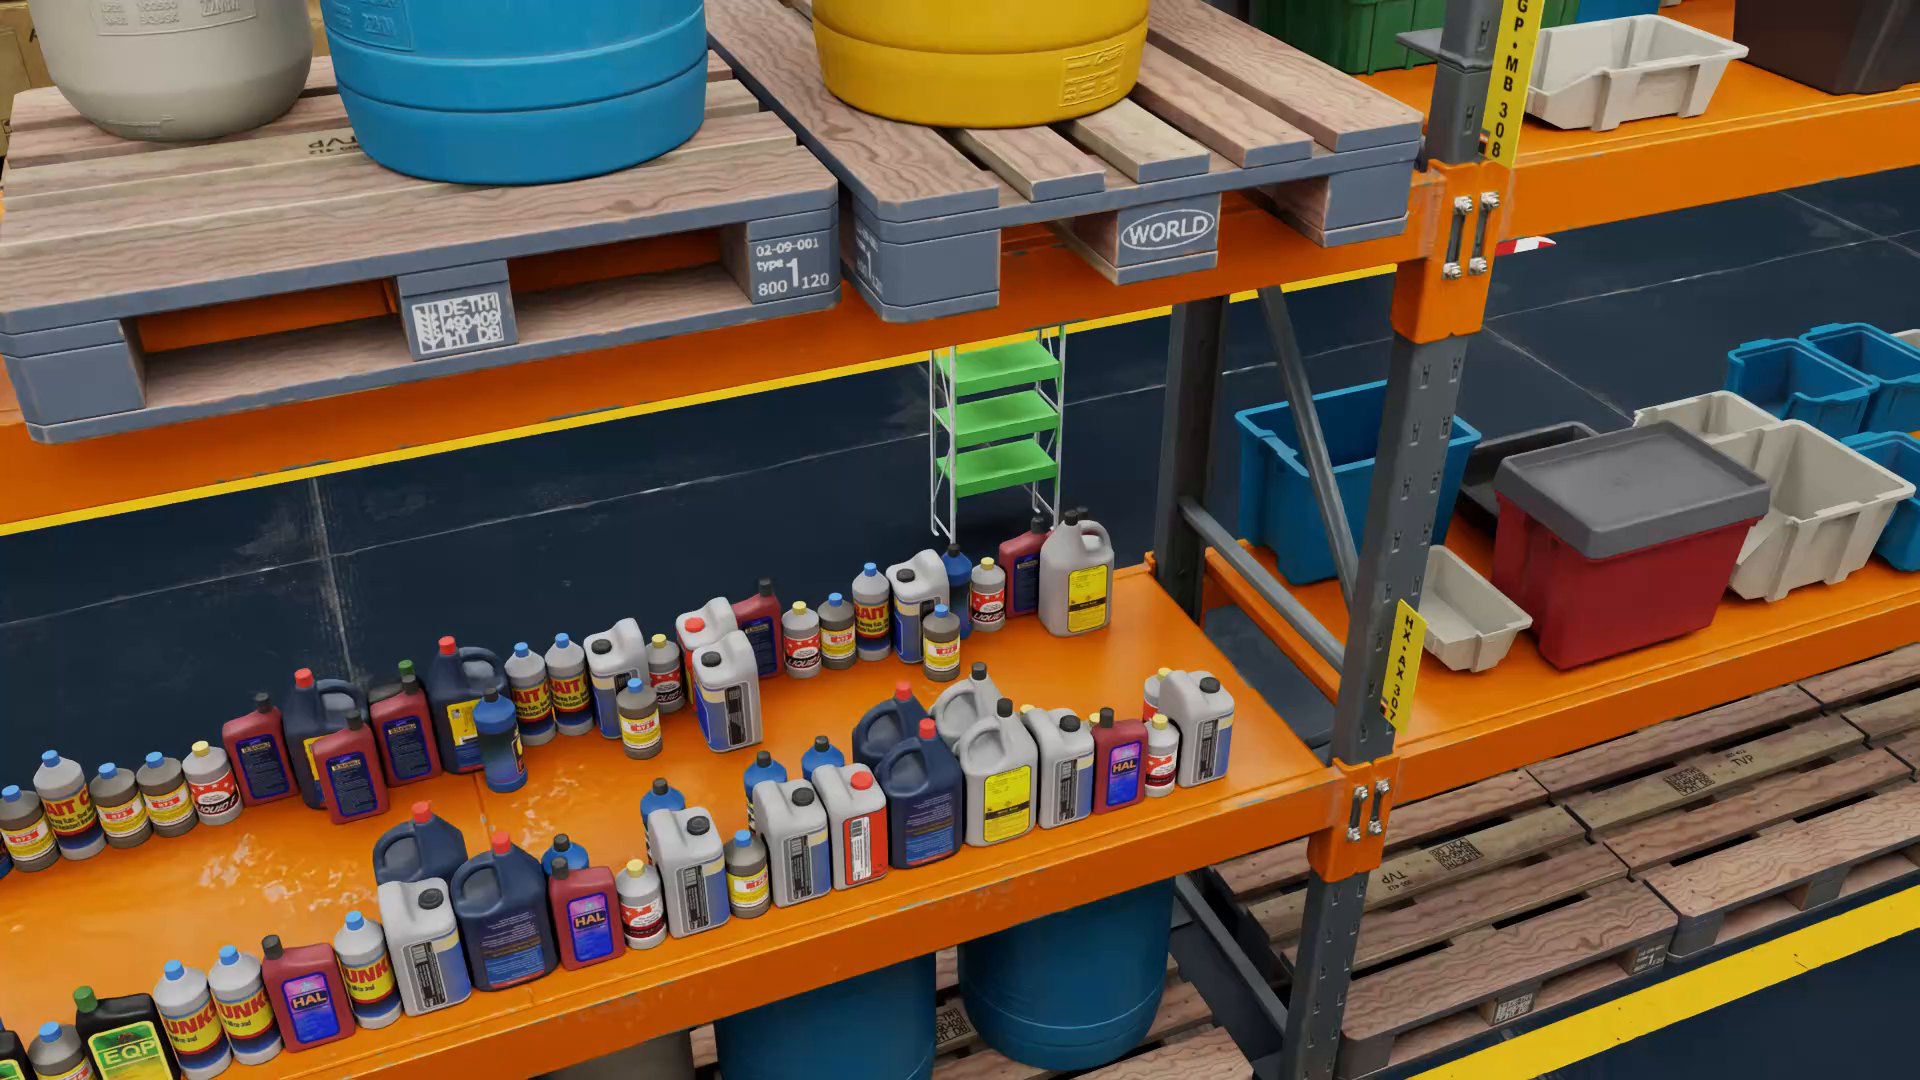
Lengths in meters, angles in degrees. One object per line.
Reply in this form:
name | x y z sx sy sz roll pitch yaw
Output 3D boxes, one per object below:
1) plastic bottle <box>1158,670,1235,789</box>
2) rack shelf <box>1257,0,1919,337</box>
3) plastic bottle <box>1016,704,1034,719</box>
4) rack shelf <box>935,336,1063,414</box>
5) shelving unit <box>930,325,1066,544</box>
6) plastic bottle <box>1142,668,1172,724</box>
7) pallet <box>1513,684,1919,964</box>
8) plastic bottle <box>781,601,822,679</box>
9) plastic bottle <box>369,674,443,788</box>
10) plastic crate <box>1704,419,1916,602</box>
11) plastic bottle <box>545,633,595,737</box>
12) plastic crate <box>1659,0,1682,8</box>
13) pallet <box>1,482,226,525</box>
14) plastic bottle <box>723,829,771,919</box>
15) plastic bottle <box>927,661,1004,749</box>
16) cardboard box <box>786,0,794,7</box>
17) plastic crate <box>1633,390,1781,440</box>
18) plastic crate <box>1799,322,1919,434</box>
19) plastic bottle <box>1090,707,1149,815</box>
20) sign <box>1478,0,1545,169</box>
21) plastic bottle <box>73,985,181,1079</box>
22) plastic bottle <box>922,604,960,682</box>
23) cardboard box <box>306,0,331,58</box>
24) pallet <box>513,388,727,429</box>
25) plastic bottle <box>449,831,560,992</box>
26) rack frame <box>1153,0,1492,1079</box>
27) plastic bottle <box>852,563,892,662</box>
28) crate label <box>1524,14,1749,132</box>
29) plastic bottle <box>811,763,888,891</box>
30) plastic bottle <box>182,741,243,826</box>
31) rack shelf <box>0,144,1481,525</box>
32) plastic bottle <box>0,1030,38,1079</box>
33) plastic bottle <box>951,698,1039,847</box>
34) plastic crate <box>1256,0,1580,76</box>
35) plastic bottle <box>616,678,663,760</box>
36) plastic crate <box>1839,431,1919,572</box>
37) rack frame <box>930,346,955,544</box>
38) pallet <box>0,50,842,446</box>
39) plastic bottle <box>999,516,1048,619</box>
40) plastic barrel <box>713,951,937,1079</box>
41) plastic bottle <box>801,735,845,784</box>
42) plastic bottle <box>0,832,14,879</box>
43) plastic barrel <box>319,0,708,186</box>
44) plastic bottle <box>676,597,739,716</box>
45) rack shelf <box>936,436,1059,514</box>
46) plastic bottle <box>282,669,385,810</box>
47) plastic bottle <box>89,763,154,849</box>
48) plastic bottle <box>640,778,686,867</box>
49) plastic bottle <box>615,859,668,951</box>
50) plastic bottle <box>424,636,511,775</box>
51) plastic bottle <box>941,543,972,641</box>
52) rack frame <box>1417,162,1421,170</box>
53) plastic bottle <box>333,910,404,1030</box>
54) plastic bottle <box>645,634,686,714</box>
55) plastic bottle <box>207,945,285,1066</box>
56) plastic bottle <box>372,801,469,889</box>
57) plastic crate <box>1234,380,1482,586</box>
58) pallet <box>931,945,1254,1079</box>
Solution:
plastic bottle | 0.560 0.430 3.953 0.135 0.276 0.152 -13 35 -19
rack shelf | 2.643 -1.246 4.324 4.000 0.370 1.077 -13 35 -19
plastic bottle | 0.158 0.479 3.945 0.097 0.201 0.097 0 33 0
rack shelf | 0.153 -0.685 6.880 0.480 0.148 0.258 -13 35 -19
shelving unit | 0.153 -0.538 6.976 0.503 1.200 0.258 -13 35 -19
plastic bottle | 0.495 0.402 4.064 0.097 0.201 0.097 0 33 0
pallet | 2.588 0.866 5.725 1.213 0.211 1.003 -13 35 -19
plastic bottle | -0.410 0.250 4.297 0.097 0.201 0.097 0 33 0
plastic bottle | -1.311 0.448 3.919 0.133 0.283 0.061 -13 35 -19
plastic crate | 2.278 -0.073 4.666 0.530 0.282 0.437 -13 35 -19
plastic bottle | -0.961 0.347 4.084 0.097 0.271 0.097 0 33 0
plastic crate | 1.824 -1.475 4.258 0.466 0.136 0.293 -13 35 -19
pallet | -4.100 -0.485 7.802 1.213 0.211 1.003 -13 35 -19
plastic bottle | -0.462 0.711 3.589 0.097 0.201 0.097 0 33 0
plastic bottle | 0.022 0.439 3.871 0.185 0.351 0.144 -13 35 -19
cardboard box | -0.572 -2.779 7.762 0.500 0.500 0.500 -12 35 -18
plastic crate | 2.288 -0.301 5.150 0.466 0.136 0.293 -13 35 -19
plastic crate | 2.918 -0.503 5.371 0.300 0.233 0.416 -13 35 -19
plastic bottle | 0.365 0.498 3.841 0.133 0.283 0.061 -13 35 -19
sign | 1.010 -0.852 3.051 0.005 0.325 0.100 -13 35 -19
plastic bottle | -1.585 0.945 3.155 0.133 0.283 0.061 -13 35 -19
plastic bottle | -0.047 0.257 4.286 0.097 0.201 0.097 0 33 0
cardboard box | -2.720 -2.174 7.363 0.500 0.500 0.700 -23 39 -31
pallet | -1.851 -1.000 8.594 1.213 0.211 1.003 -13 35 -19
plastic bottle | -0.938 0.744 3.402 0.185 0.351 0.144 -13 35 -19
rack frame | 0.799 0.132 4.297 0.127 3.000 1.000 -13 35 -19
plastic bottle | -0.230 0.180 4.341 0.097 0.271 0.097 0 33 0
crate label | 1.362 -0.973 3.486 0.466 0.136 0.293 -13 35 -19
plastic bottle | -0.241 0.613 3.671 0.135 0.276 0.152 -13 35 -19
plastic bottle | -1.727 0.552 3.833 0.097 0.201 0.097 0 33 0
rack shelf | -1.045 -0.402 3.026 4.000 0.370 1.077 -13 35 -19
plastic bottle | -1.797 0.994 3.080 0.133 0.283 0.061 -13 35 -19
plastic bottle | 0.078 0.511 3.759 0.185 0.351 0.144 -13 35 -19
plastic crate | 1.072 -1.278 3.908 0.662 0.188 0.450 -13 35 -19
plastic bottle | -0.778 0.425 4.029 0.097 0.201 0.097 0 33 0
plastic crate | 2.693 -0.105 4.760 0.300 0.233 0.416 -13 35 -19
rack frame | -0.072 -0.486 6.897 0.015 1.200 0.240 -13 35 -19
pallet | -0.931 -0.591 2.830 1.213 0.211 1.003 -13 35 -19
plastic bottle | 0.172 0.072 4.496 0.133 0.283 0.061 -13 35 -19
plastic barrel | -0.362 1.091 4.361 0.708 0.901 0.600 -13 35 -19
plastic bottle | -0.307 0.556 3.762 0.097 0.271 0.097 0 33 0
plastic bottle | -2.176 0.625 3.656 0.097 0.271 0.097 0 33 0
plastic barrel | -0.716 -1.074 2.556 0.708 0.901 0.600 -13 35 -19
plastic bottle | -0.629 0.286 4.174 0.135 0.276 0.152 -13 35 -19
rack shelf | 0.153 -0.283 7.142 0.480 0.148 0.258 -13 35 -19
plastic bottle | -1.465 0.443 3.864 0.185 0.351 0.144 -13 35 -19
plastic bottle | -1.907 0.593 3.770 0.097 0.201 0.097 0 33 0
plastic bottle | -0.645 0.634 3.643 0.097 0.271 0.097 0 33 0
plastic bottle | -0.676 0.760 3.513 0.097 0.201 0.097 0 33 0
plastic bottle | -1.171 0.376 3.967 0.185 0.351 0.144 -13 35 -19
plastic bottle | -0.017 0.131 4.416 0.097 0.271 0.097 0 33 0
rack frame | 2.573 -3.204 9.424 0.127 3.000 1.000 -13 35 -19
plastic bottle | -1.183 0.847 3.316 0.097 0.271 0.097 0 33 0
plastic bottle | -0.747 0.328 4.178 0.097 0.201 0.097 0 33 0
plastic bottle | -1.396 0.896 3.241 0.097 0.271 0.097 0 33 0
plastic bottle | -1.121 0.696 3.476 0.185 0.351 0.144 -13 35 -19
plastic crate | 1.097 -0.157 4.700 0.575 0.384 0.392 -13 35 -19
pallet | 0.071 1.443 4.839 1.213 0.211 1.003 -13 35 -19
